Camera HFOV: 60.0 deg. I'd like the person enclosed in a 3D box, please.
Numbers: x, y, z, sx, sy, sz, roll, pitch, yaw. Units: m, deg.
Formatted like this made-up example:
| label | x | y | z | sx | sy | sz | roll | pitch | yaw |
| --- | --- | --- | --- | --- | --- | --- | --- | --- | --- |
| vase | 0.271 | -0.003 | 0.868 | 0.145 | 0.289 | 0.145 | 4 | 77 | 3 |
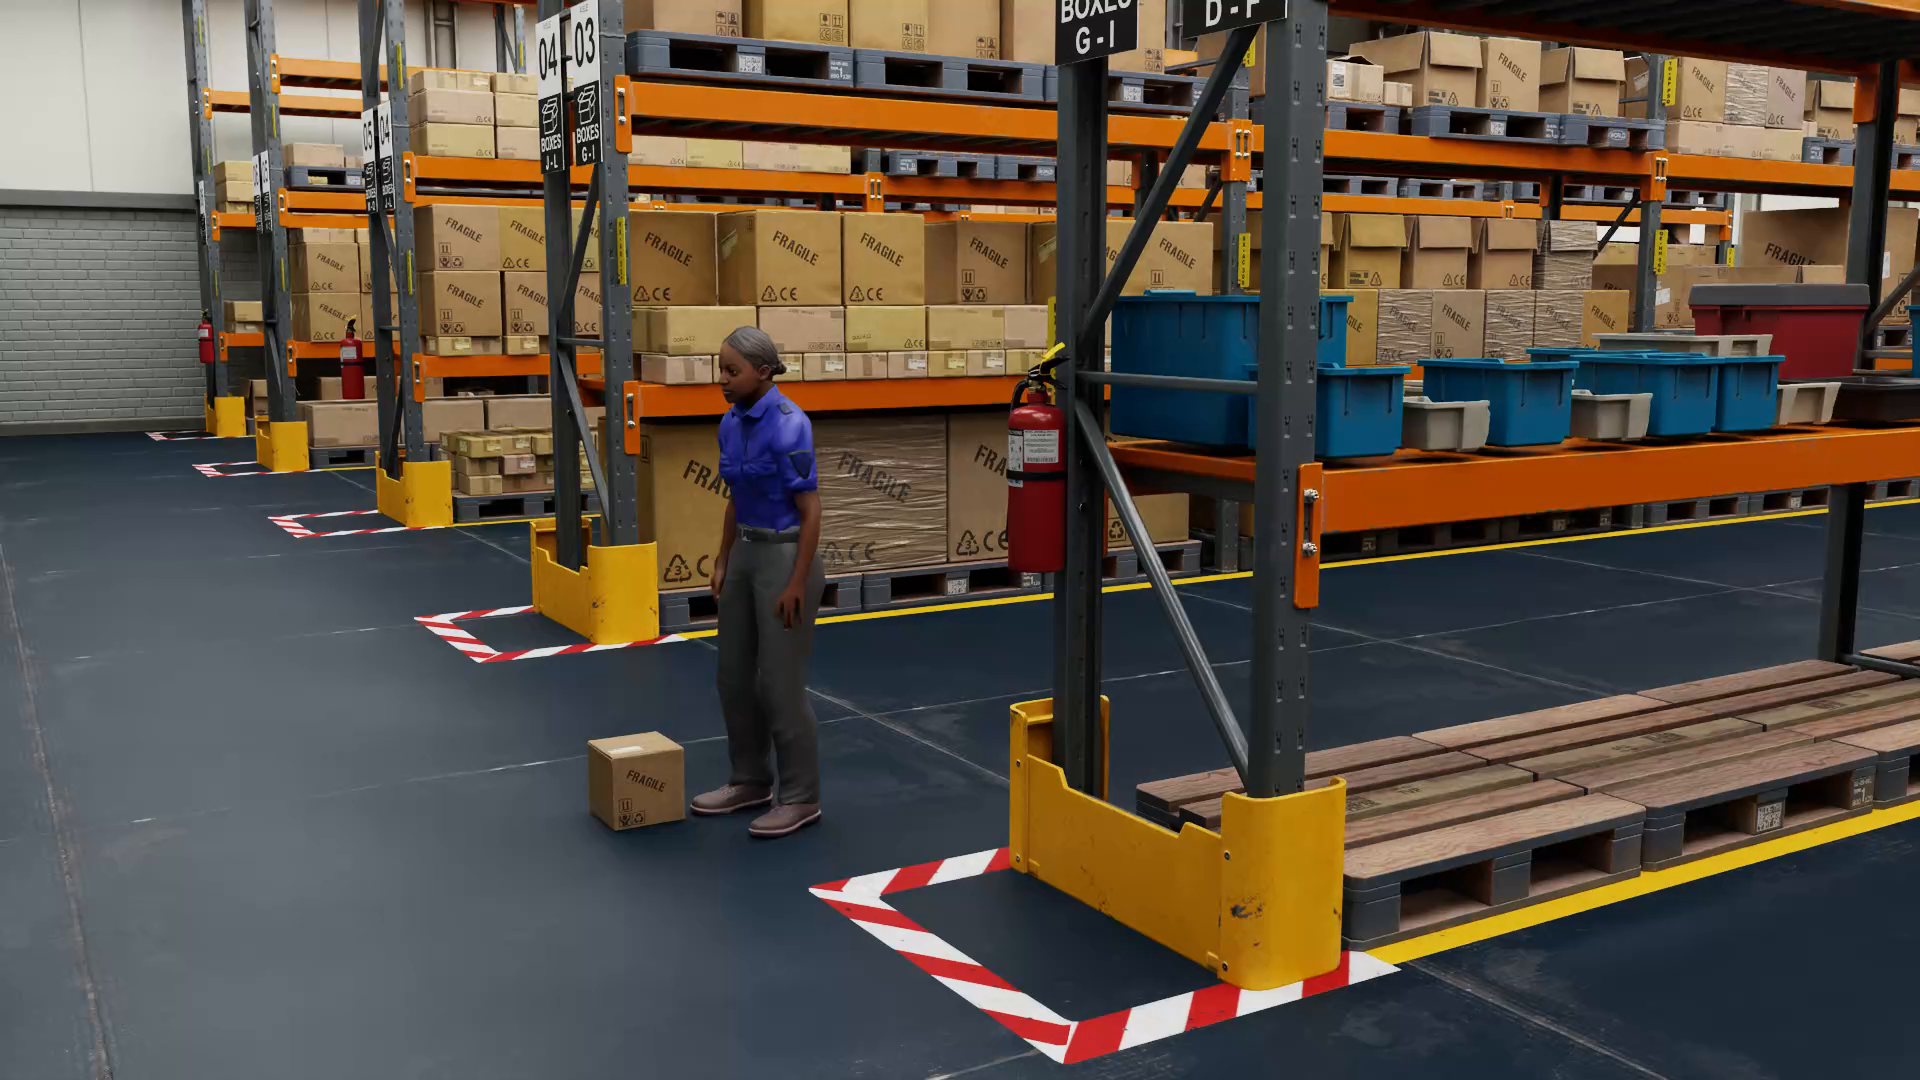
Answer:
| label | x | y | z | sx | sy | sz | roll | pitch | yaw |
| --- | --- | --- | --- | --- | --- | --- | --- | --- | --- |
| person | -0.649 | 0.123 | 5.500 | 0.348 | 1.655 | 0.509 | -7 | 11 | -40 |
